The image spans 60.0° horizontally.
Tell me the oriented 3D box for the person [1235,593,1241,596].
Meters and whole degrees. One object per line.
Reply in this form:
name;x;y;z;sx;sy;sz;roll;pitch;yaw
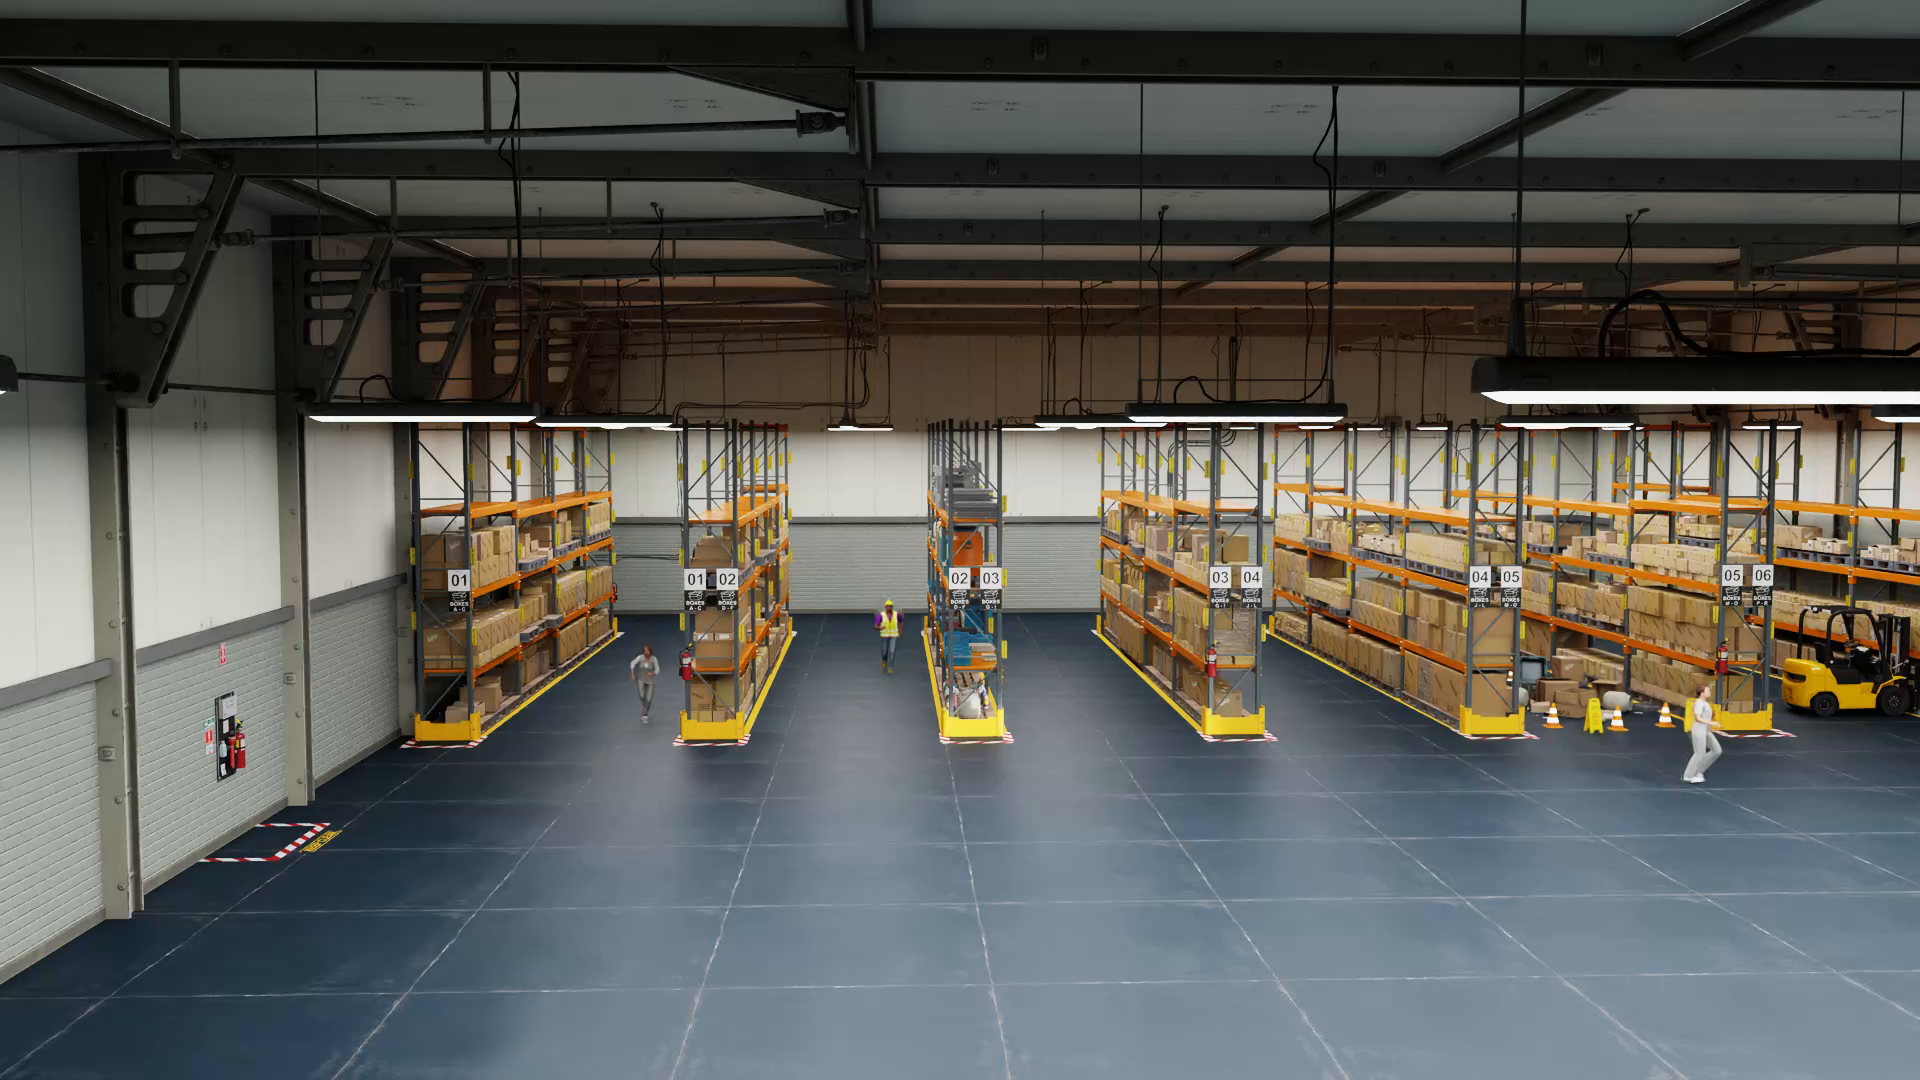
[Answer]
person;7.802;1.888;46.614;0.668;1.737;0.814;1;4;12

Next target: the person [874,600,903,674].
person;-1.696;2.304;39.683;0.715;1.741;0.822;0;4;-8

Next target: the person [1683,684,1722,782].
person;12.135;3.155;27.132;0.602;1.633;0.570;3;5;39

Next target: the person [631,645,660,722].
person;-6.223;2.846;32.868;0.571;1.547;0.623;0;4;-7
